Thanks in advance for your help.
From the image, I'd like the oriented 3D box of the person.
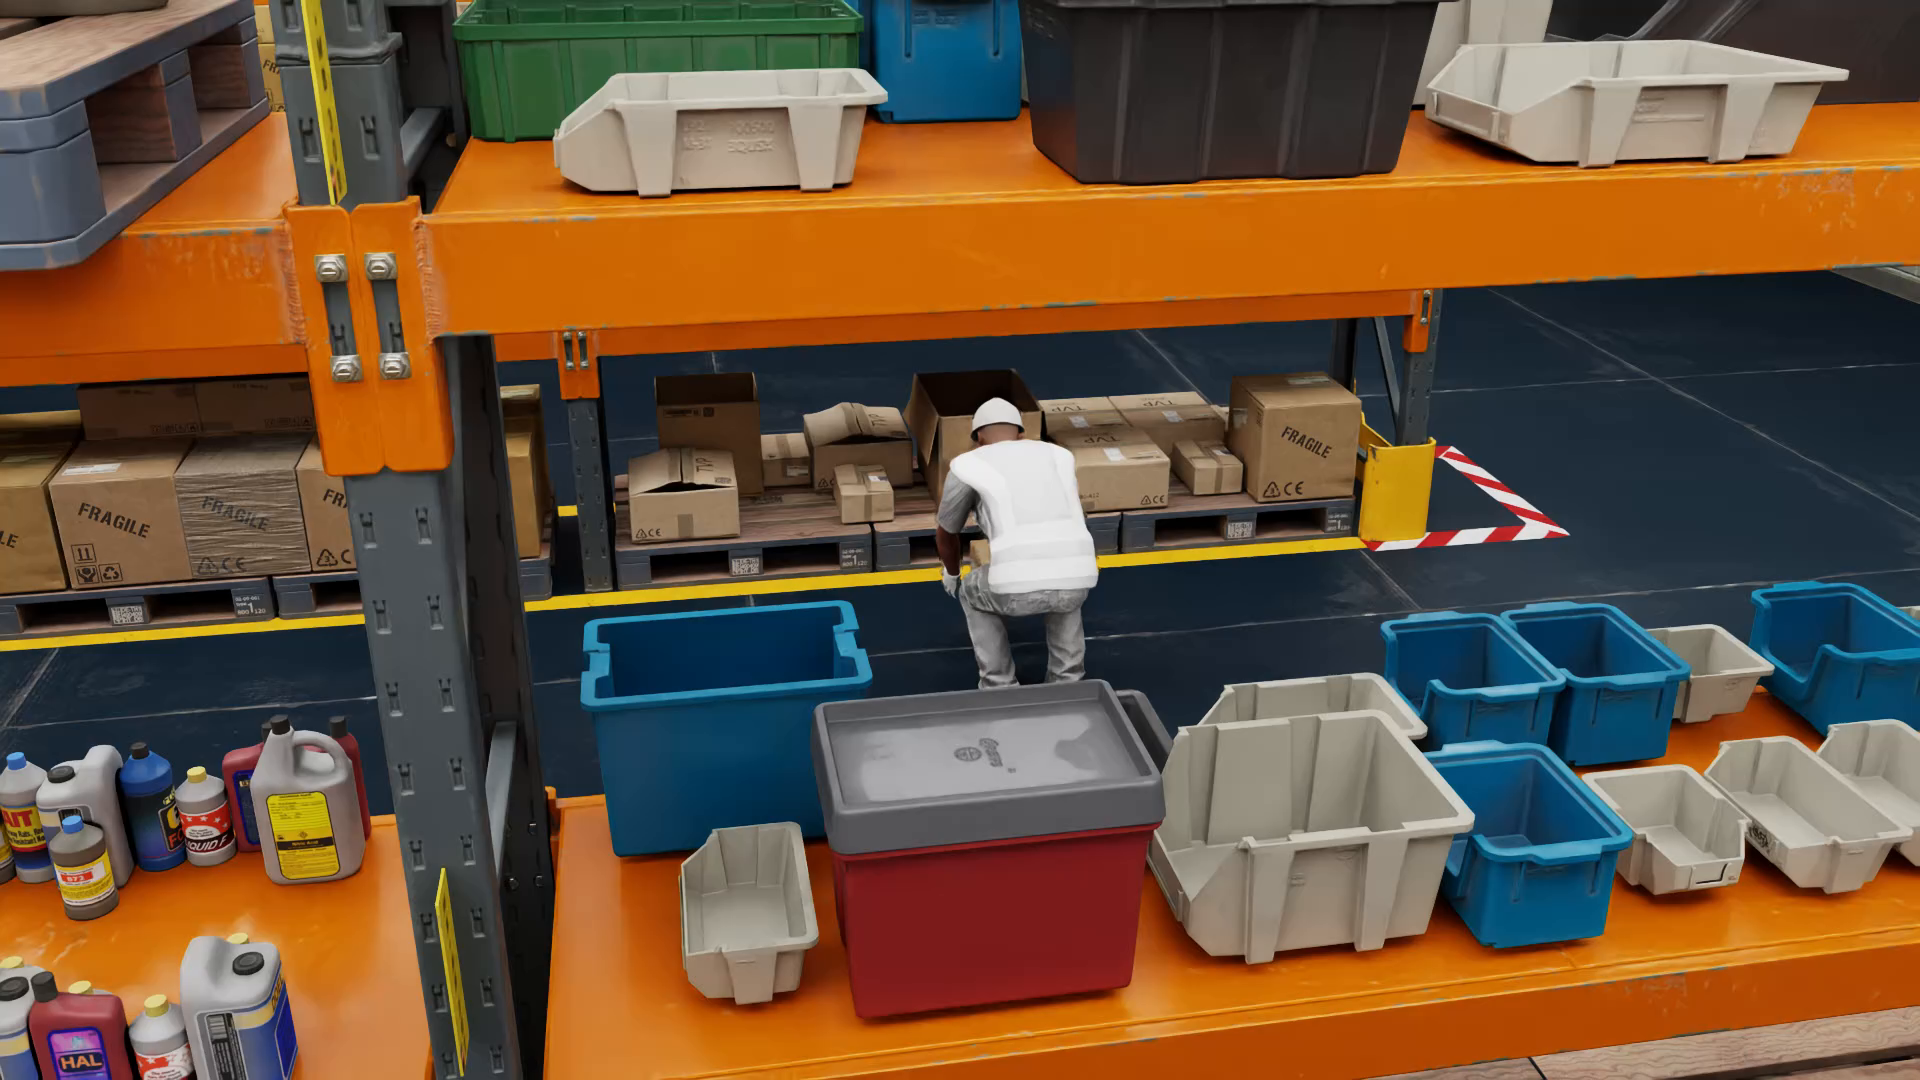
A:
[{"bbox_3d":[0.224,0.085,6.673,0.589,1.157,0.858,-4,23,-10],"label":"person"}]
